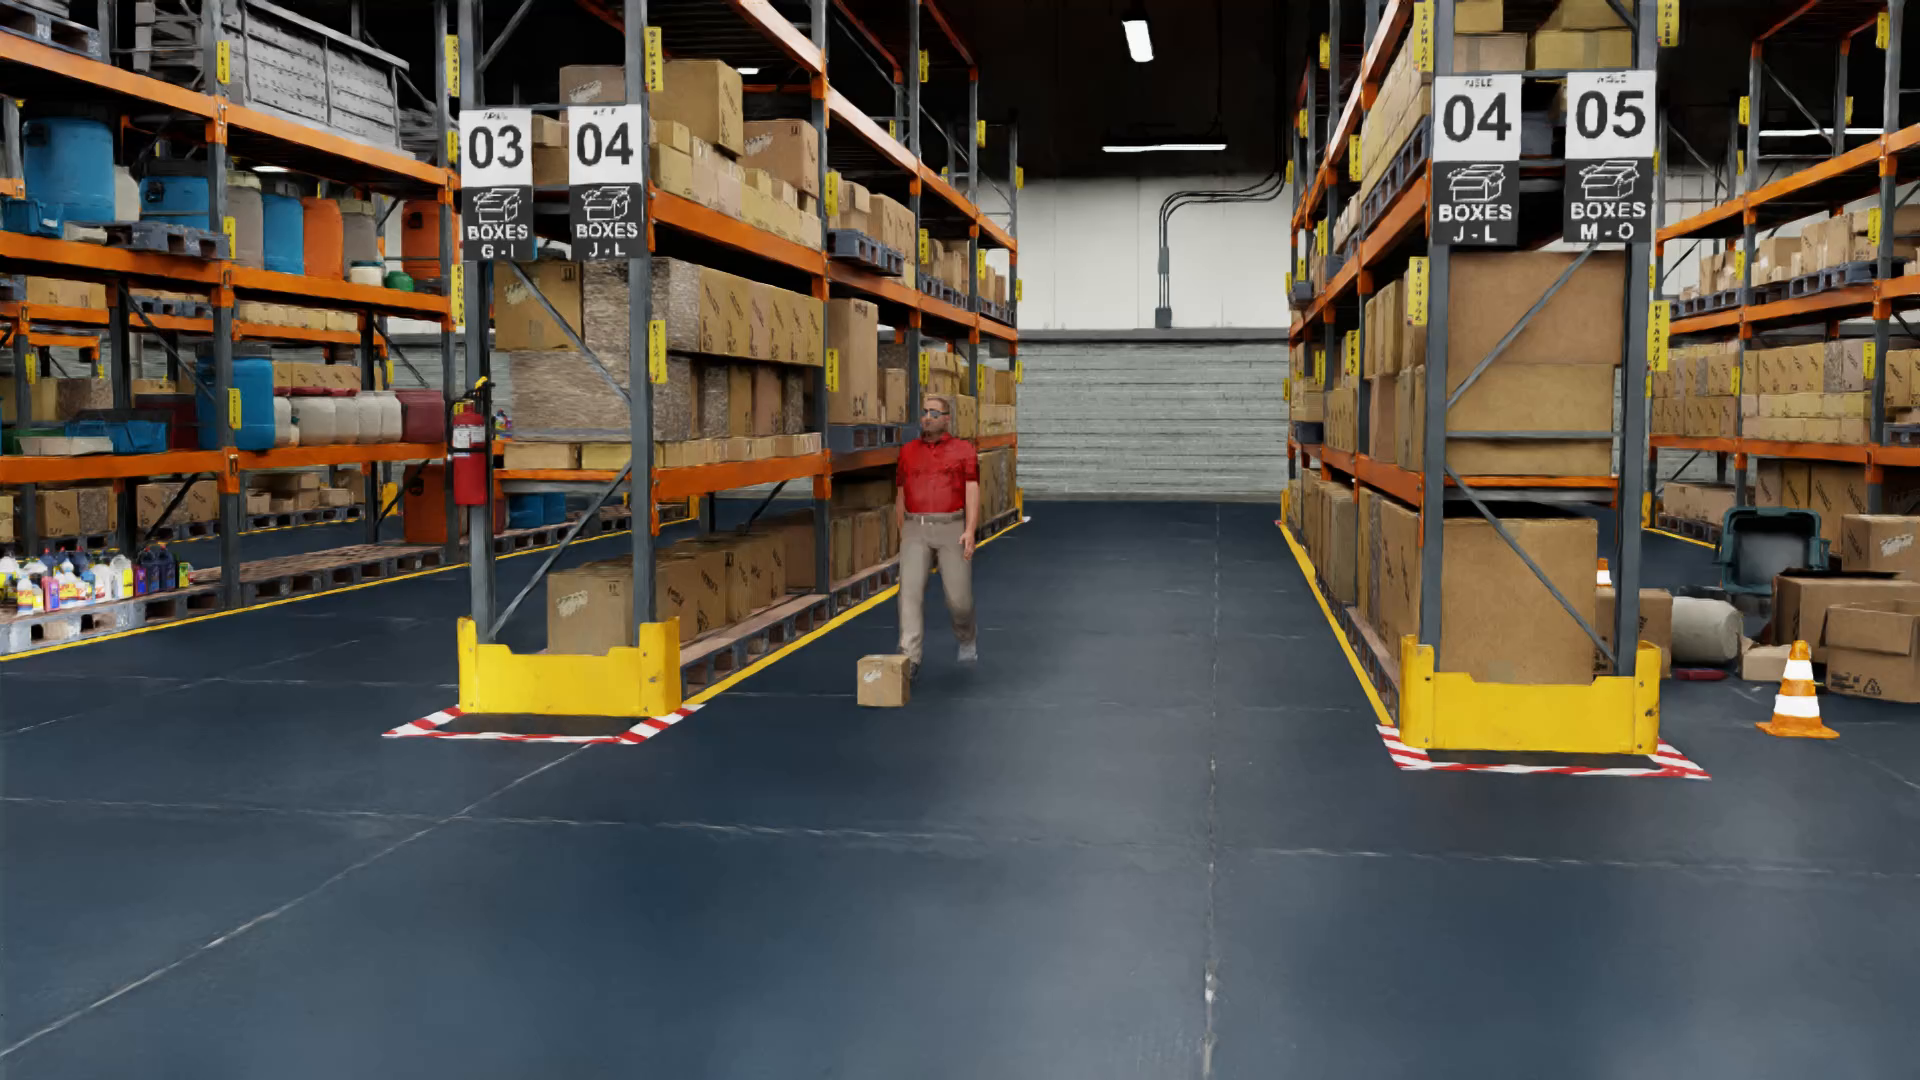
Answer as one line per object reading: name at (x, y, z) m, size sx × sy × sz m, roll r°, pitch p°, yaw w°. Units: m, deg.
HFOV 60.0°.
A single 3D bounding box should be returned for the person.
person at (-0.154, -0.018, 9.985) m, size 0.534 × 1.690 × 0.898 m, roll 1°, pitch 4°, yaw 9°
